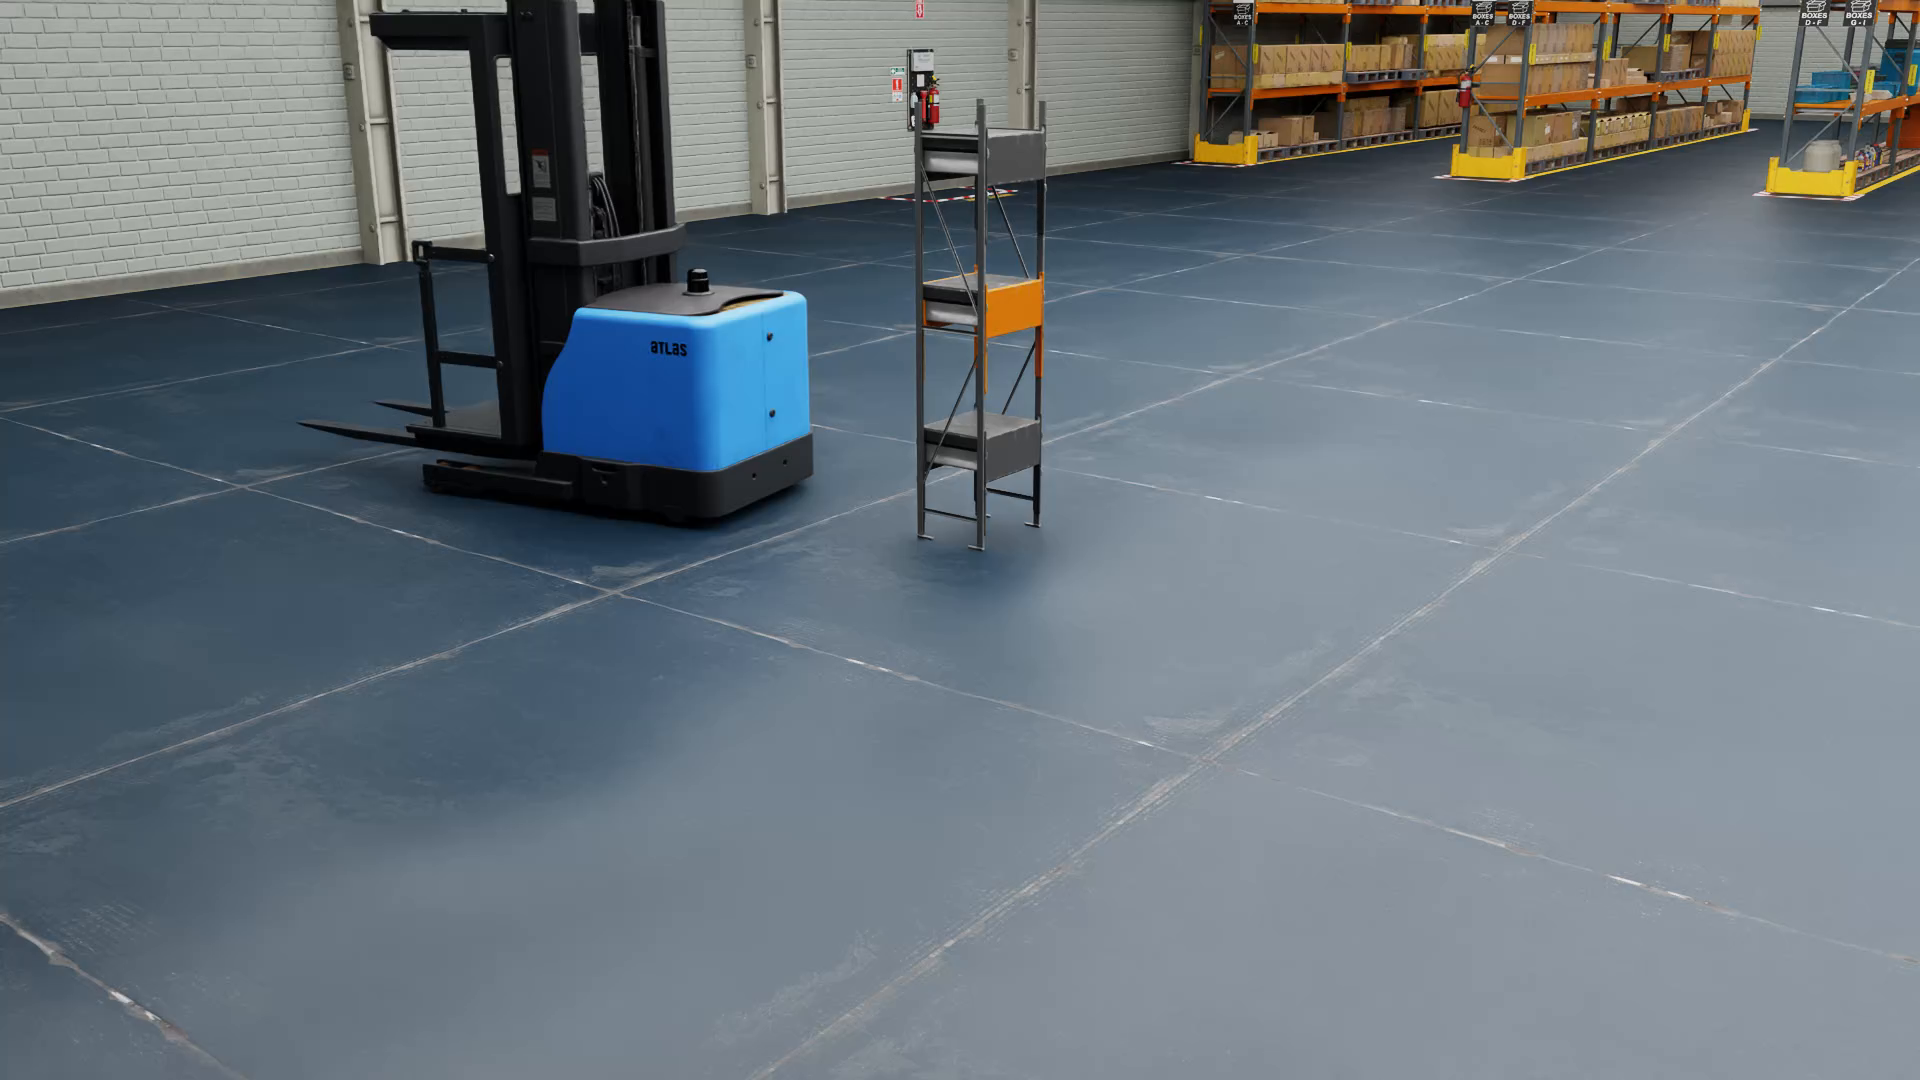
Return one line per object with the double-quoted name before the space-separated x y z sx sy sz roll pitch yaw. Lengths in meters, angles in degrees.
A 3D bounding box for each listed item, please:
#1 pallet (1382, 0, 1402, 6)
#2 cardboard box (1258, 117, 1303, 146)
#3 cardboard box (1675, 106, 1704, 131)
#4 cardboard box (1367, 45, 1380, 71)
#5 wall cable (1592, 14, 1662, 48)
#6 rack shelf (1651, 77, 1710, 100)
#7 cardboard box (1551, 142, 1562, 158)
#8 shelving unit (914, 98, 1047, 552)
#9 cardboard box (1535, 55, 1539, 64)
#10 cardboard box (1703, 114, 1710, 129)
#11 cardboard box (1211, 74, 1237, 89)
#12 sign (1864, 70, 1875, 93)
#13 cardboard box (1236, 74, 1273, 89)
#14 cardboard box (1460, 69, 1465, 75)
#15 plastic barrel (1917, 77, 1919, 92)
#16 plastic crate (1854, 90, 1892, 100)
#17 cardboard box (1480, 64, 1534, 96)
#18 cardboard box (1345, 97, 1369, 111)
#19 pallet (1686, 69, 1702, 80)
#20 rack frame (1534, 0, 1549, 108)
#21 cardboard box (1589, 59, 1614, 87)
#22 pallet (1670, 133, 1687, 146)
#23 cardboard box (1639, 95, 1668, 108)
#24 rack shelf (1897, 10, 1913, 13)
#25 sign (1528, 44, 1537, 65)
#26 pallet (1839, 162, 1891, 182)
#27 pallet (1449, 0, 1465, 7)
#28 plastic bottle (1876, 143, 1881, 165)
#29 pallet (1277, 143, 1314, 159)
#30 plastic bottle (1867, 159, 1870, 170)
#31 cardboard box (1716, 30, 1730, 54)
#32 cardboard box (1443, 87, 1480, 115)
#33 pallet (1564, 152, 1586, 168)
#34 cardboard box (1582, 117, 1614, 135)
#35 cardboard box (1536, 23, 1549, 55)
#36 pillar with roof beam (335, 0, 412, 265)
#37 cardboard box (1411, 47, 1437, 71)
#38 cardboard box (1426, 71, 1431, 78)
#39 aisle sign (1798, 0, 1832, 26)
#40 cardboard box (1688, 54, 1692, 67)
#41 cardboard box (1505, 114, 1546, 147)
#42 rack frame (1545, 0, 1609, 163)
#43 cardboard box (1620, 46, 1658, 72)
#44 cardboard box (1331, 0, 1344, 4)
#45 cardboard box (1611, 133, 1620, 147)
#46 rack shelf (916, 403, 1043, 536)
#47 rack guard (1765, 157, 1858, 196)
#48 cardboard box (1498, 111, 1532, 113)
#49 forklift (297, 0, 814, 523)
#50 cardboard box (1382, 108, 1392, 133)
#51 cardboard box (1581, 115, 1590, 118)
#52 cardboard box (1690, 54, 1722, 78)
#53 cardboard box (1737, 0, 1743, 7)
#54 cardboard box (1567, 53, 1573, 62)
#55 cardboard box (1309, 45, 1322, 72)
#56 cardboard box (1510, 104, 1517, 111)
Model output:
"pallet" 8.300 -11.062 34.068 1.213 0.211 1.003 12 21 35
"cardboard box" 6.150 -7.858 31.963 0.700 0.500 0.500 11 20 31
"cardboard box" 15.915 -9.223 36.358 0.500 0.500 0.500 12 21 34
"cardboard box" 8.268 -10.011 34.513 0.700 0.500 0.500 16 24 42
"wall cable" 18.039 -14.868 46.184 3.097 2.526 0.112 12 21 35
"rack shelf" 14.787 -9.555 35.167 1.077 0.370 4.000 12 21 35
"cardboard box" 10.222 -6.849 29.170 0.500 0.250 0.500 12 21 35
"shelving unit" 0.099 -1.042 8.059 0.431 2.100 0.503 12 21 35
"cardboard box" 9.391 -7.993 27.662 0.380 0.149 0.250 12 21 33
"cardboard box" 16.403 -9.363 37.127 0.500 0.311 0.500 12 21 35
"cardboard box" 4.971 -8.475 30.695 0.500 0.250 0.500 13 21 35
"sign" 13.244 -6.674 24.212 0.100 0.325 0.005 12 21 35
"cardboard box" 5.394 -8.389 30.420 0.500 0.250 0.500 12 21 33
"cardboard box" 11.393 -10.770 38.259 0.380 0.149 0.250 12 21 35
"plastic barrel" 16.629 -8.125 29.121 0.433 0.535 0.433 0 17 0
"plastic crate" 14.424 -7.036 26.287 0.530 0.136 0.437 12 21 35
"cardboard box" 9.117 -7.673 27.727 0.700 0.500 0.500 12 21 35
"cardboard box" 8.223 -9.127 34.784 0.500 0.250 0.500 12 21 33
"pallet" 15.415 -10.112 36.072 1.003 0.211 1.213 12 21 35
"rack frame" 14.382 -12.202 42.478 1.000 3.000 0.127 12 21 35
"cardboard box" 11.997 -8.823 31.428 0.500 0.500 0.500 14 22 39
"pallet" 14.798 -8.551 35.423 1.003 0.211 1.213 12 21 35
"cardboard box" 14.899 -9.439 35.789 0.500 0.250 0.500 12 21 35
"rack shelf" 18.763 -10.111 31.901 1.077 0.370 4.000 12 21 35
"sign" 9.271 -7.868 26.930 0.100 0.325 0.005 12 21 35
"pallet" 14.754 -6.109 27.559 1.003 0.211 1.213 12 21 35
"pallet" 10.620 -12.068 37.309 1.003 0.211 1.213 14 22 37
"plastic bottle" 15.036 -6.334 27.307 0.144 0.351 0.185 12 21 33
"pallet" 6.133 -7.554 32.213 1.003 0.211 1.213 12 21 35
"plastic bottle" 14.458 -6.020 26.548 0.097 0.201 0.097 0 17 0
"cardboard box" 16.792 -11.085 37.029 0.500 0.500 0.500 12 21 33
"cardboard box" 11.715 -10.245 39.094 0.750 0.750 0.750 13 21 35
"pallet" 10.705 -6.956 30.286 1.003 0.211 1.213 12 21 35
"cardboard box" 11.961 -7.797 31.277 0.500 0.311 0.500 12 21 34
"cardboard box" 9.458 -8.432 27.981 0.700 0.500 0.500 12 21 33
"pillar with roof beam" -2.697 -6.528 14.091 9.100 9.000 0.400 12 21 35
"cardboard box" 10.110 -10.566 36.507 0.500 0.500 0.500 13 22 36
"cardboard box" 10.154 -10.282 36.686 0.380 0.149 0.250 13 21 35
"aisle sign" 12.523 -7.917 24.298 0.394 0.787 0.004 12 21 35
"cardboard box" 16.070 -10.587 37.109 0.500 0.500 0.500 13 21 36
"cardboard box" 9.623 -6.970 28.294 0.500 0.500 0.500 12 21 35
"rack frame" 11.212 -8.469 30.459 1.000 3.000 0.127 12 21 35
"cardboard box" 13.880 -9.840 33.997 0.700 0.500 0.500 5 18 16
"cardboard box" 7.128 -10.669 32.282 0.500 0.500 0.500 13 22 36
"cardboard box" 12.263 -7.654 31.763 0.500 0.250 0.500 12 21 33
"rack shelf" 0.099 -0.361 8.271 0.431 0.518 0.480 12 21 35
"rack guard" 12.812 -5.473 25.025 1.175 0.500 0.348 12 21 35
"cardboard box" 9.792 -7.302 29.364 0.500 0.500 0.500 12 21 35
"forklift" -2.361 -1.765 8.987 3.031 2.935 1.130 8 19 25
"cardboard box" 8.827 -9.030 35.737 0.700 0.500 0.500 12 21 35
"cardboard box" 11.827 -8.015 31.979 0.500 0.311 0.500 12 21 35
"cardboard box" 16.501 -10.496 36.815 0.500 0.500 0.500 13 22 36
"cardboard box" 17.363 -12.165 37.553 0.500 0.250 0.500 12 21 35
"cardboard box" 10.464 -8.422 29.044 0.380 0.149 0.250 13 22 36
"cardboard box" 6.597 -9.235 31.878 0.500 0.500 0.500 12 21 33
"cardboard box" 13.448 -10.785 41.423 0.700 0.500 0.500 12 21 33
